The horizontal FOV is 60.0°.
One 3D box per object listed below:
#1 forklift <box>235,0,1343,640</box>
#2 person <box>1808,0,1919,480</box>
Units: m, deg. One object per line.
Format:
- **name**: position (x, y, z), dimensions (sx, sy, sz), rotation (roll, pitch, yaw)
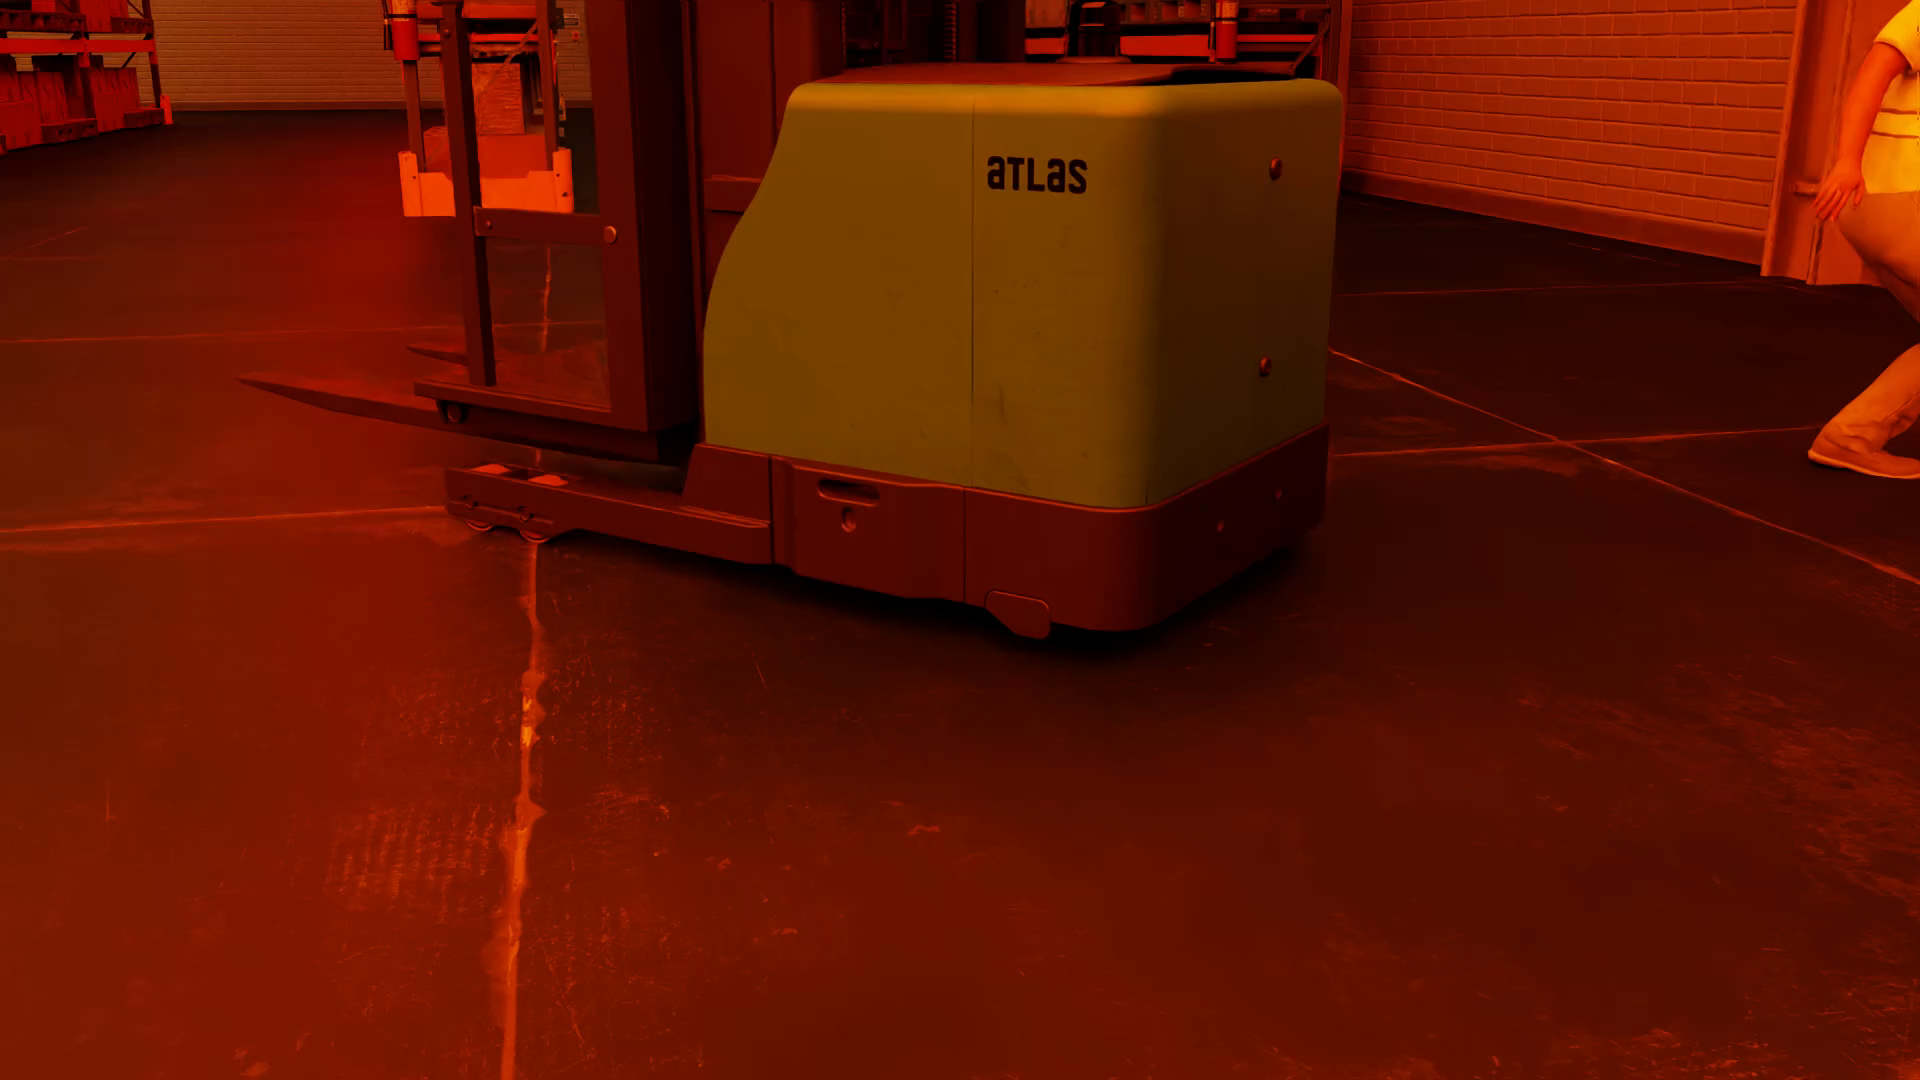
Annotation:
- **forklift**: position (-0.656, -1.509, 3.949), dimensions (3.031, 2.935, 1.130), rotation (11, 20, 32)
- **person**: position (2.640, -0.845, 4.258), dimensions (0.755, 1.514, 0.706), rotation (13, 21, 38)
